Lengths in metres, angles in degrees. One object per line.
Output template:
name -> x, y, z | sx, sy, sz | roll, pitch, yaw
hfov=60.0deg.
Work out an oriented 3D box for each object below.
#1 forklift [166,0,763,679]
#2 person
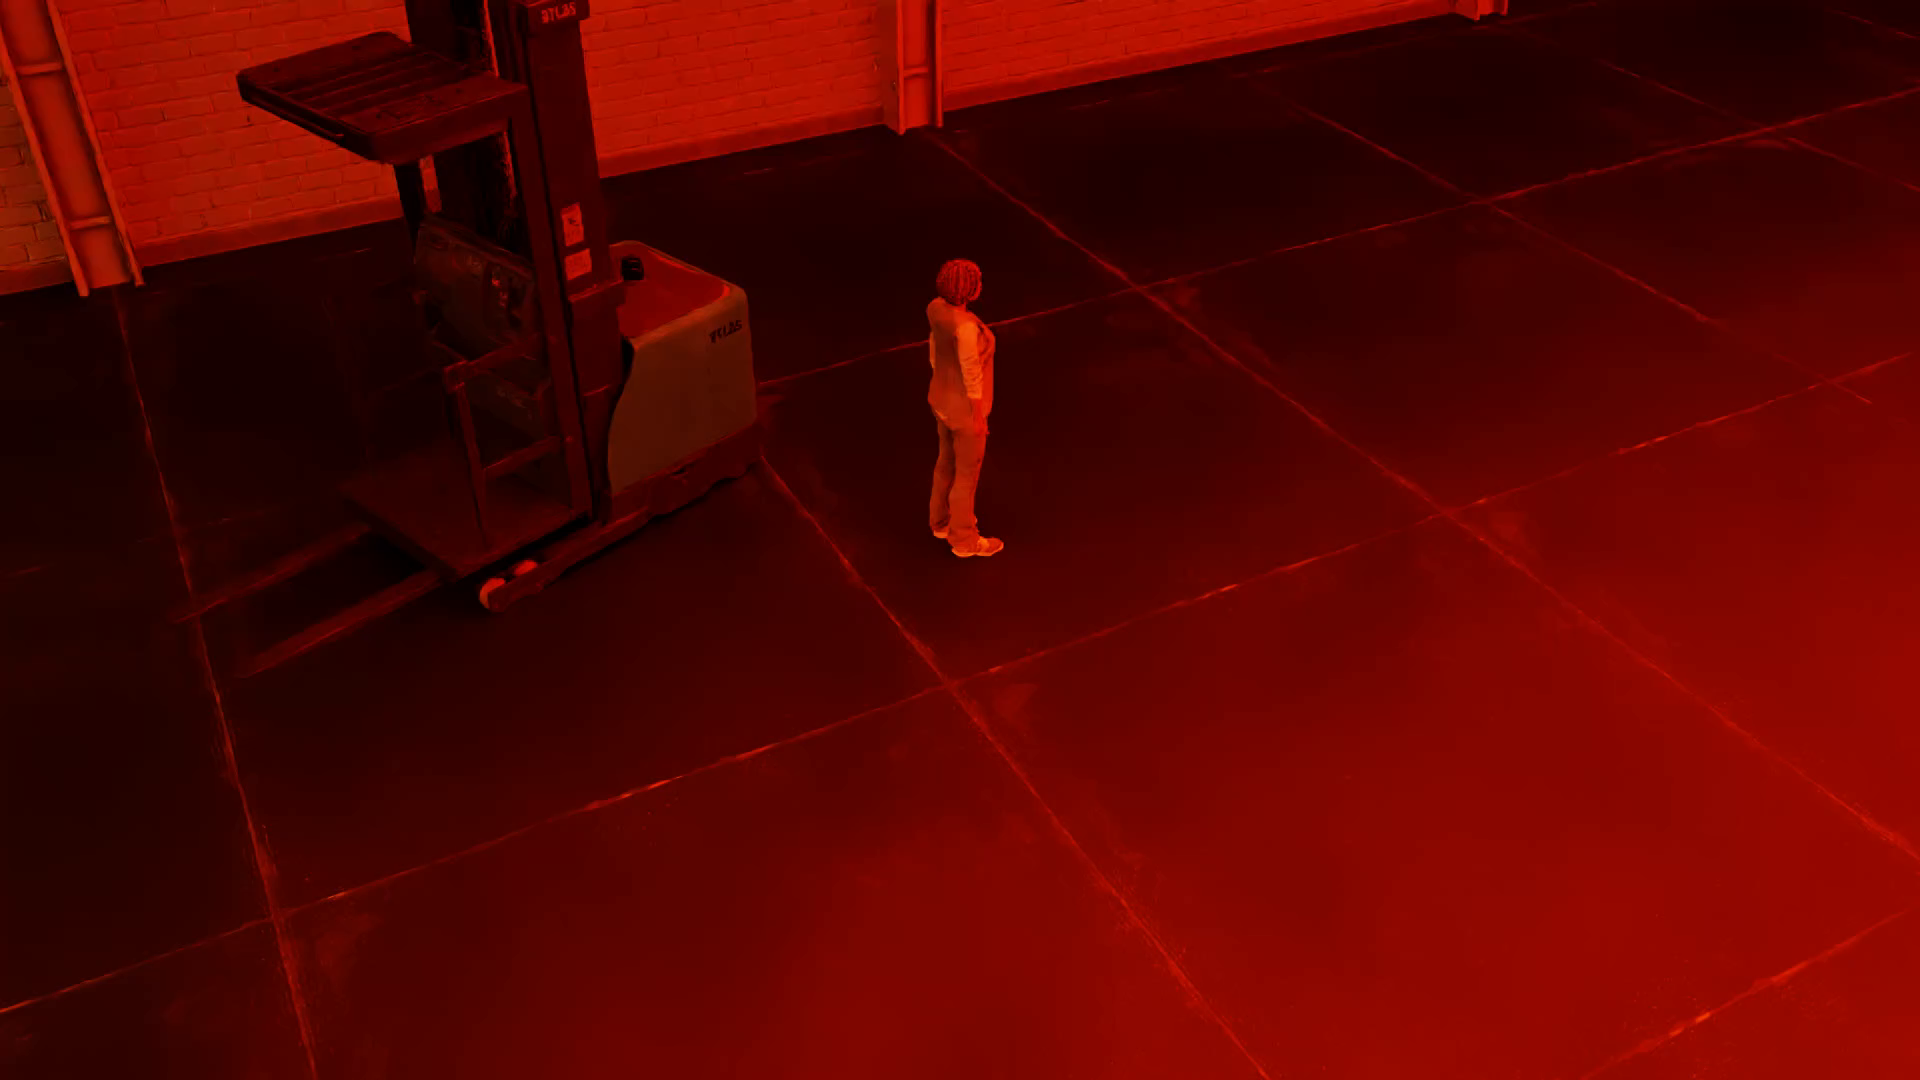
forklift -> -2.449, -1.175, 7.785 | 1.130, 2.935, 3.031 | 27, 44, 33
person -> 0.008, -0.656, 8.204 | 0.310, 1.604, 0.405 | -17, 39, -23
